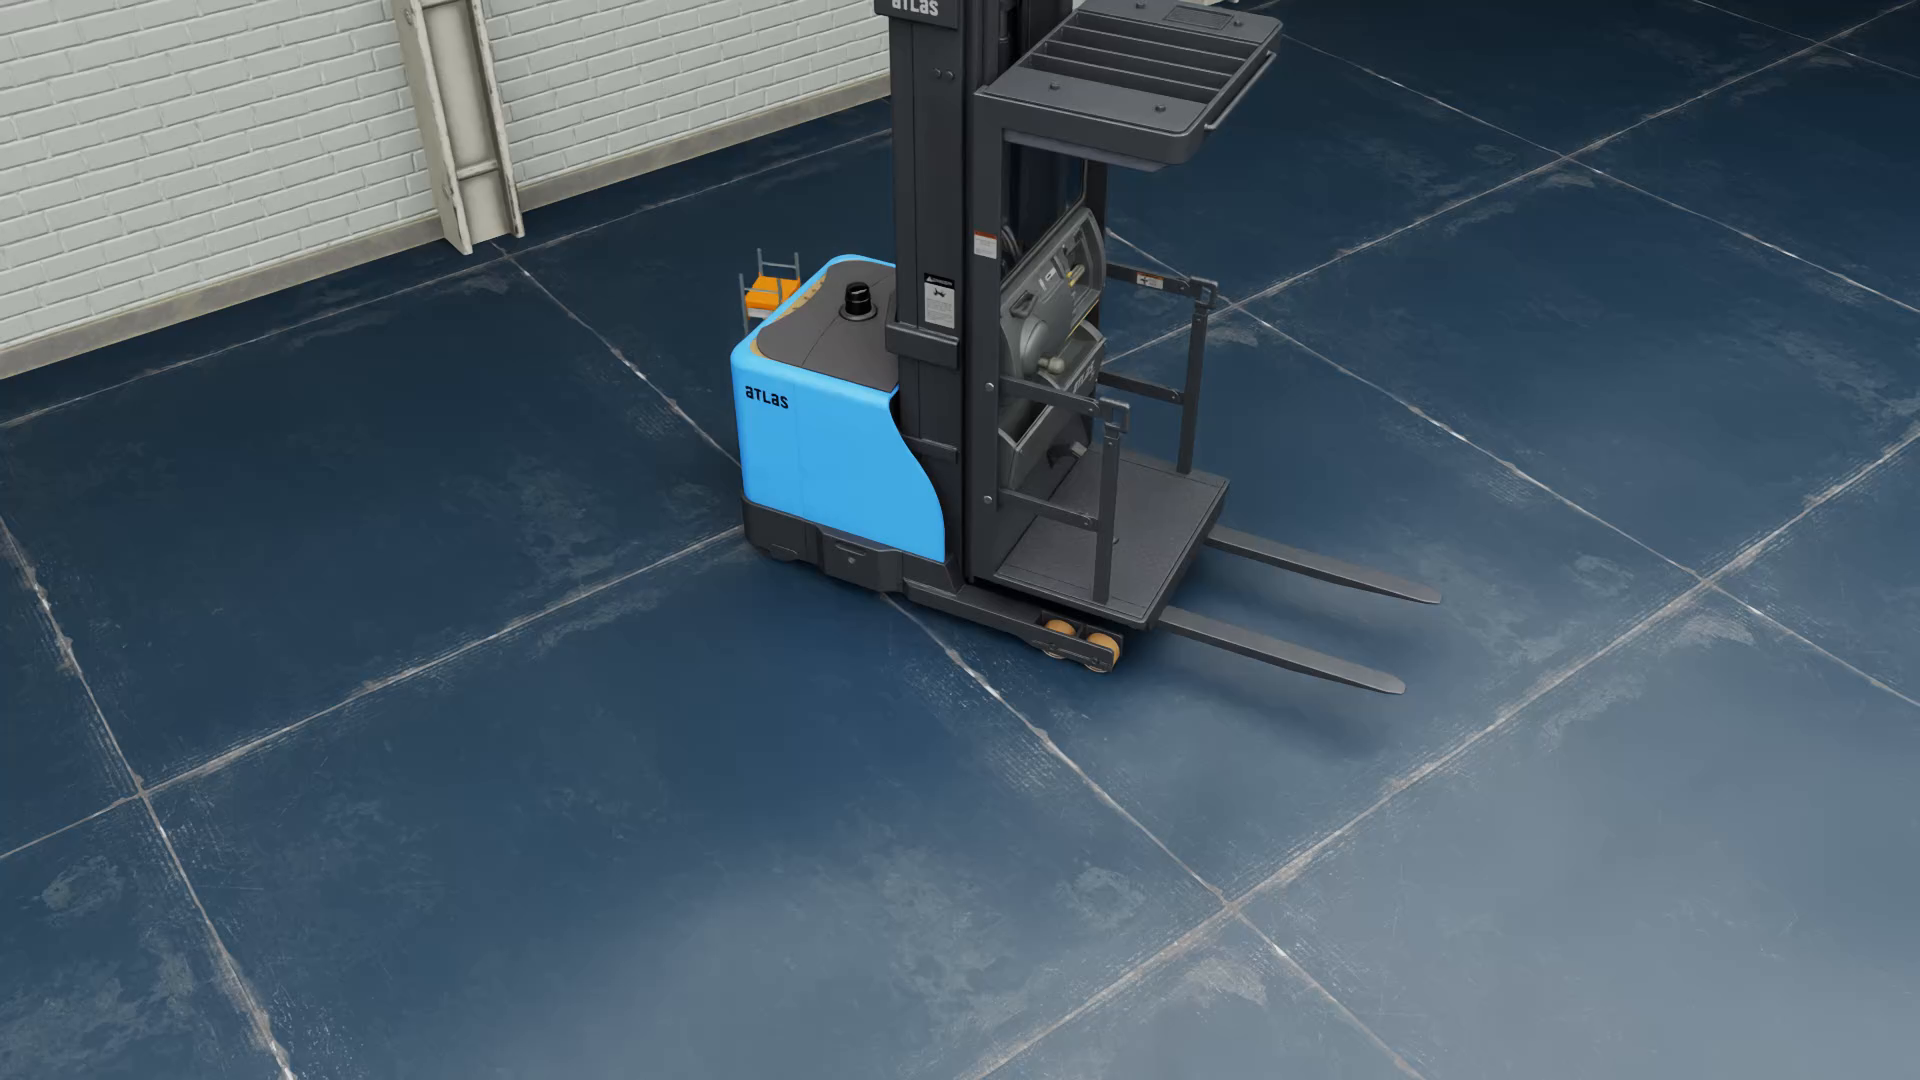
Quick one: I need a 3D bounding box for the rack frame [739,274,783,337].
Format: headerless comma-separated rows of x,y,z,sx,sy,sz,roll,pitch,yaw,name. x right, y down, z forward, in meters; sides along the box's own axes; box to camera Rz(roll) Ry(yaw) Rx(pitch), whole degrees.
-0.903,-0.784,7.870,0.200,1.050,0.008,9,39,12,rack frame

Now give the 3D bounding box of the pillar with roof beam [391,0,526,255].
-0.232,-3.144,4.487,0.400,9.000,9.100,-26,46,-28,pillar with roof beam

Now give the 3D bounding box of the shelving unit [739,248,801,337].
-0.873,-0.858,7.962,0.215,1.050,0.252,9,39,12,shelving unit

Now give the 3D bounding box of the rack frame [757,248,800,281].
-0.843,-0.931,8.055,0.200,1.050,0.008,9,39,12,rack frame

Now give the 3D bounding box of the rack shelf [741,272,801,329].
-0.876,-1.072,7.793,0.215,0.259,0.240,9,39,12,rack shelf

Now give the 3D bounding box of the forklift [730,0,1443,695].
0.561,-0.958,6.607,3.031,2.935,1.130,17,42,20,forklift
